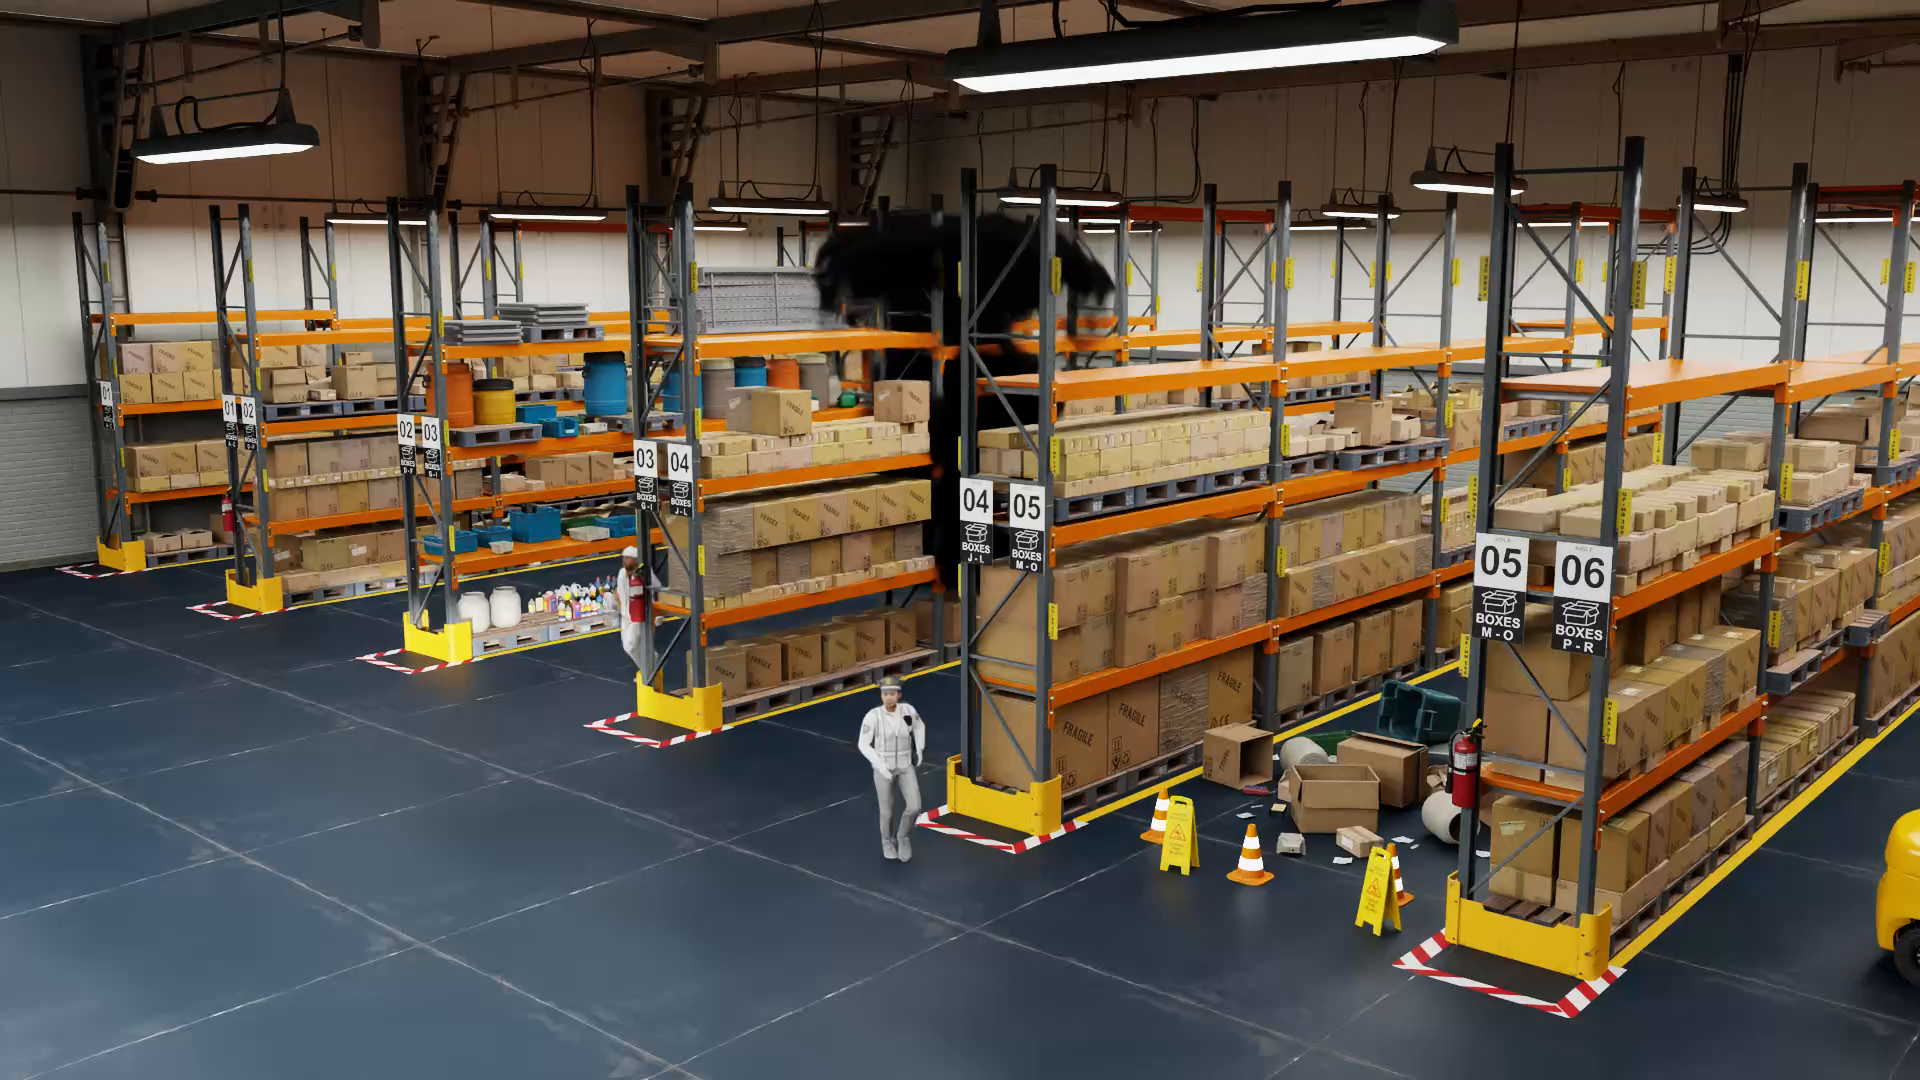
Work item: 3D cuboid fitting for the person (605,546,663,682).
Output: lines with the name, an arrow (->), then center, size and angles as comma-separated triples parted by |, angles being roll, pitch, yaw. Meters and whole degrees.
person -> -4.030, 0.933, 20.466 | 0.693, 1.718, 0.607 | 8, 12, 39

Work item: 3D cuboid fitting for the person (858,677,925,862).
person -> -0.559, 1.979, 14.359 | 0.633, 1.658, 0.594 | -3, 10, -16
